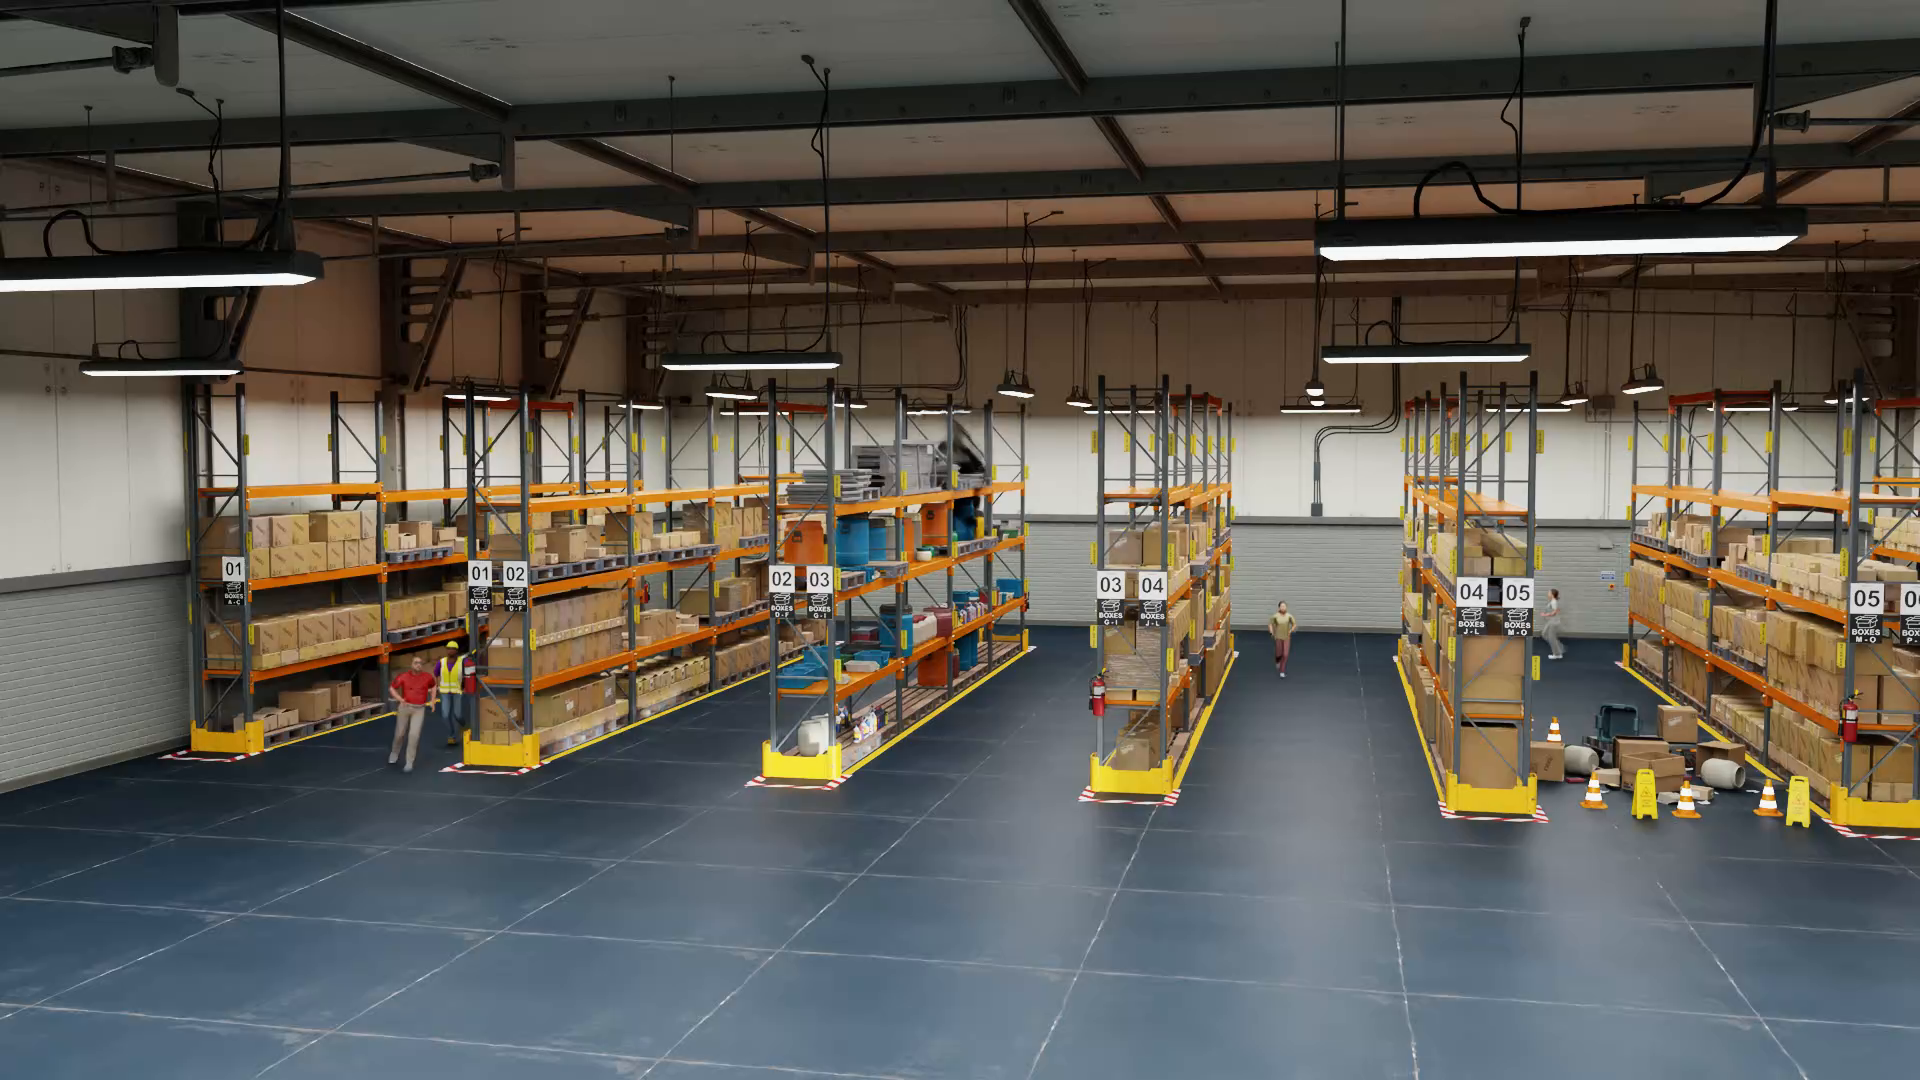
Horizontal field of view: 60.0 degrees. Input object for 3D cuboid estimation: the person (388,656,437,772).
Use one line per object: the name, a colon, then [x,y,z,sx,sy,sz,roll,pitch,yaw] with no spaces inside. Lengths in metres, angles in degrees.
person: [-8.499,2.668,25.807,0.719,1.716,0.965,-1,3,-20]

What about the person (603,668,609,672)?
person: [-7.811,2.065,35.734,0.709,1.756,0.955,0,3,8]

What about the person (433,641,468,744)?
person: [-8.503,2.548,27.876,0.697,1.717,0.609,0,3,-3]

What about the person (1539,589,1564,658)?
person: [13.884,1.956,39.009,0.565,1.637,0.552,1,3,17]

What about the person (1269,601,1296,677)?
person: [6.984,2.140,36.007,0.582,1.629,0.549,0,3,7]
